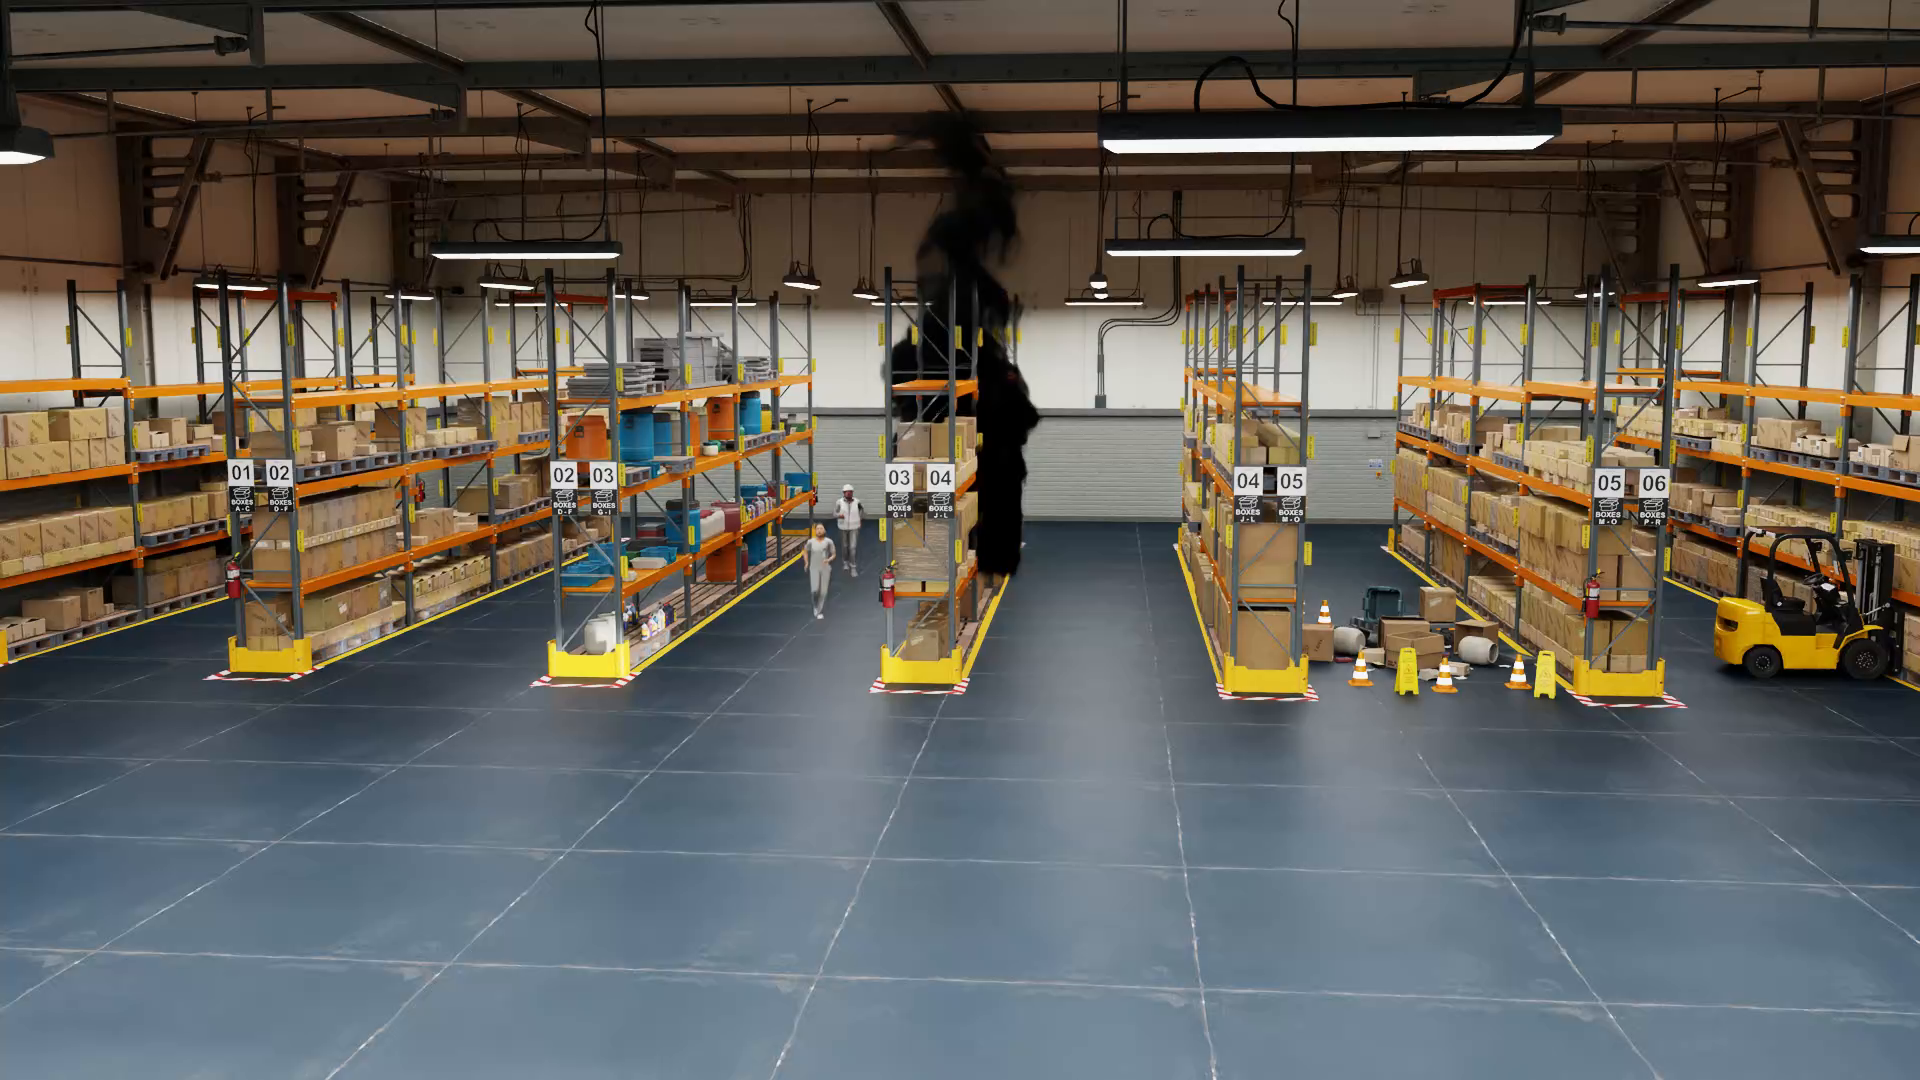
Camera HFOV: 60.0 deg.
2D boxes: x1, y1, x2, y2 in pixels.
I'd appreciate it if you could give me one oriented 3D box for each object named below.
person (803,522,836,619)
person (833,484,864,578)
[{"bbox_3d":[-2.348,0.525,27.802,0.565,1.635,0.530,0,7,-3],"label":"person"},{"bbox_3d":[-2.238,-0.203,33.266,0.600,1.847,0.821,0,7,0],"label":"person"}]
